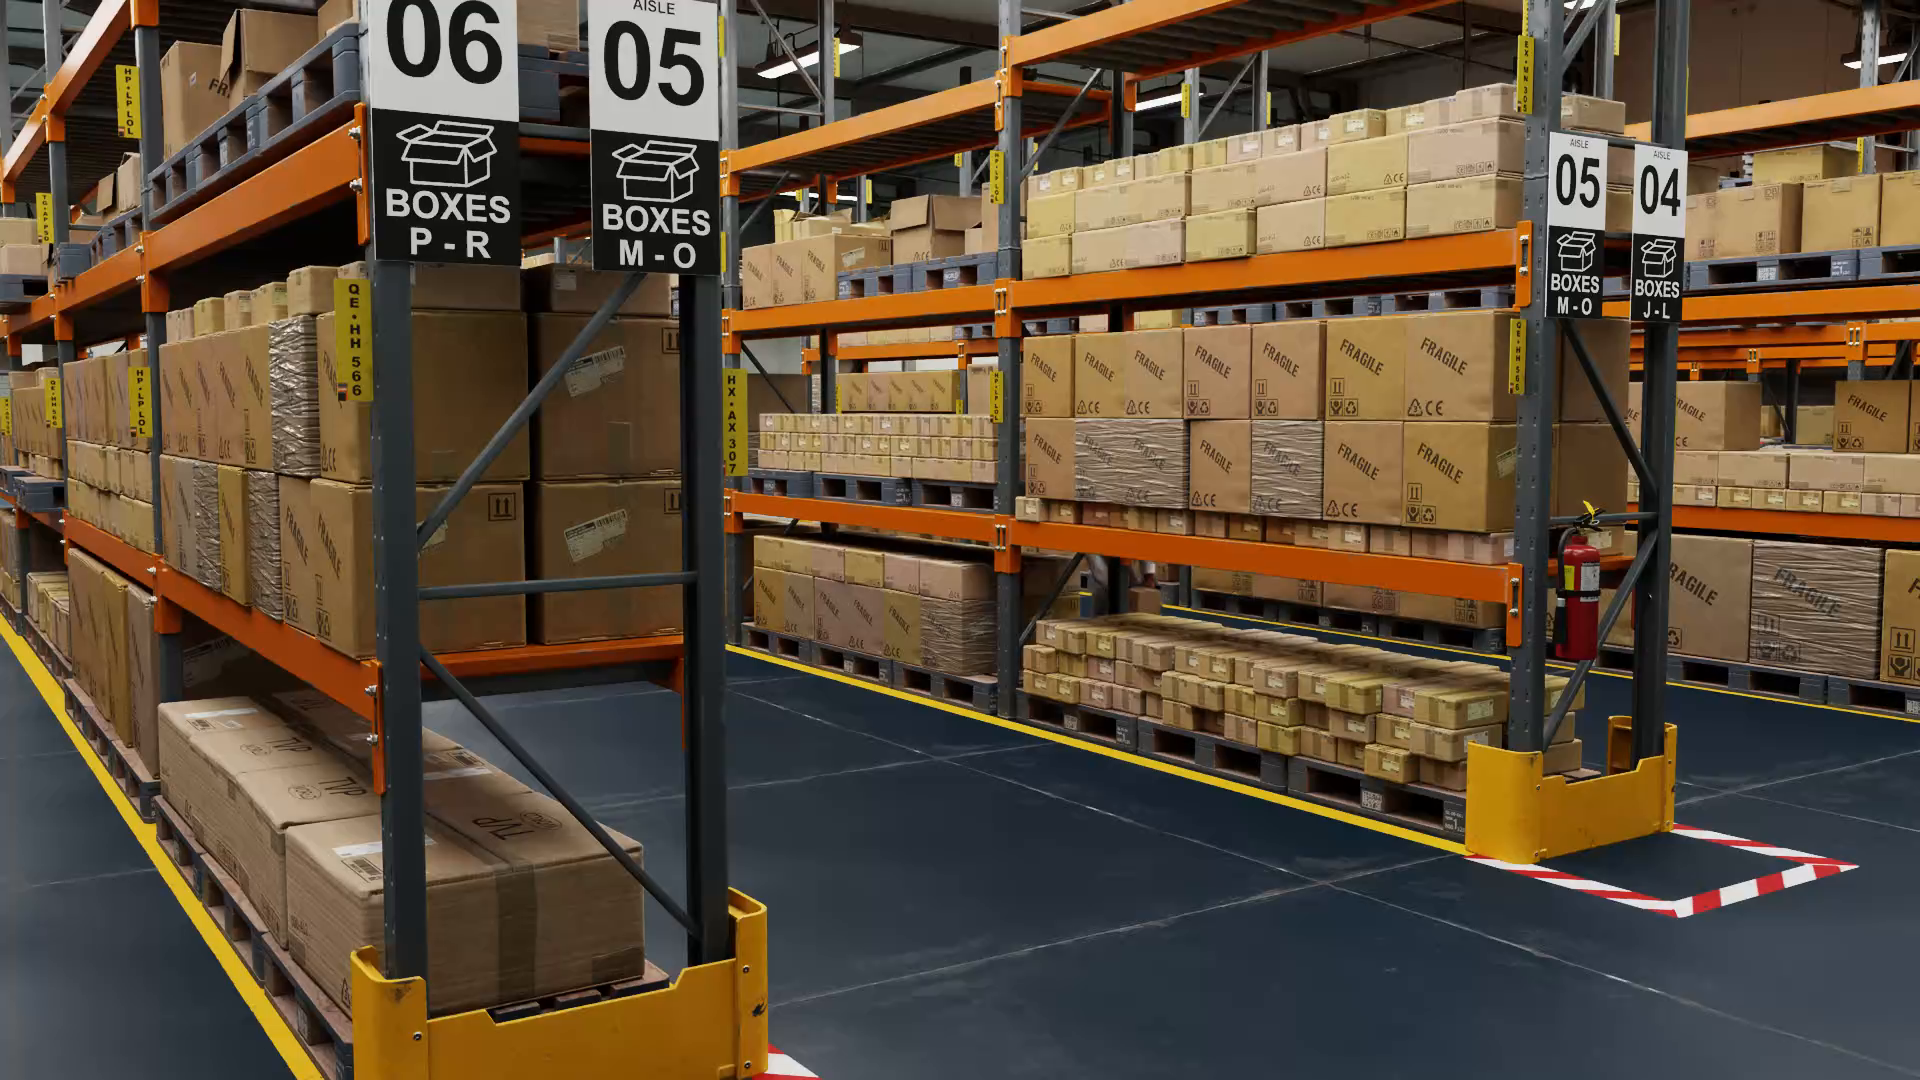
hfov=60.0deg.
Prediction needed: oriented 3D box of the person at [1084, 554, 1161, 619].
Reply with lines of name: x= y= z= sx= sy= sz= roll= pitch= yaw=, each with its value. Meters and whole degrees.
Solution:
person: x=1.451 y=0.318 z=14.635 sx=0.483 sy=1.053 sz=0.982 roll=-3 pitch=6 yaw=-36
